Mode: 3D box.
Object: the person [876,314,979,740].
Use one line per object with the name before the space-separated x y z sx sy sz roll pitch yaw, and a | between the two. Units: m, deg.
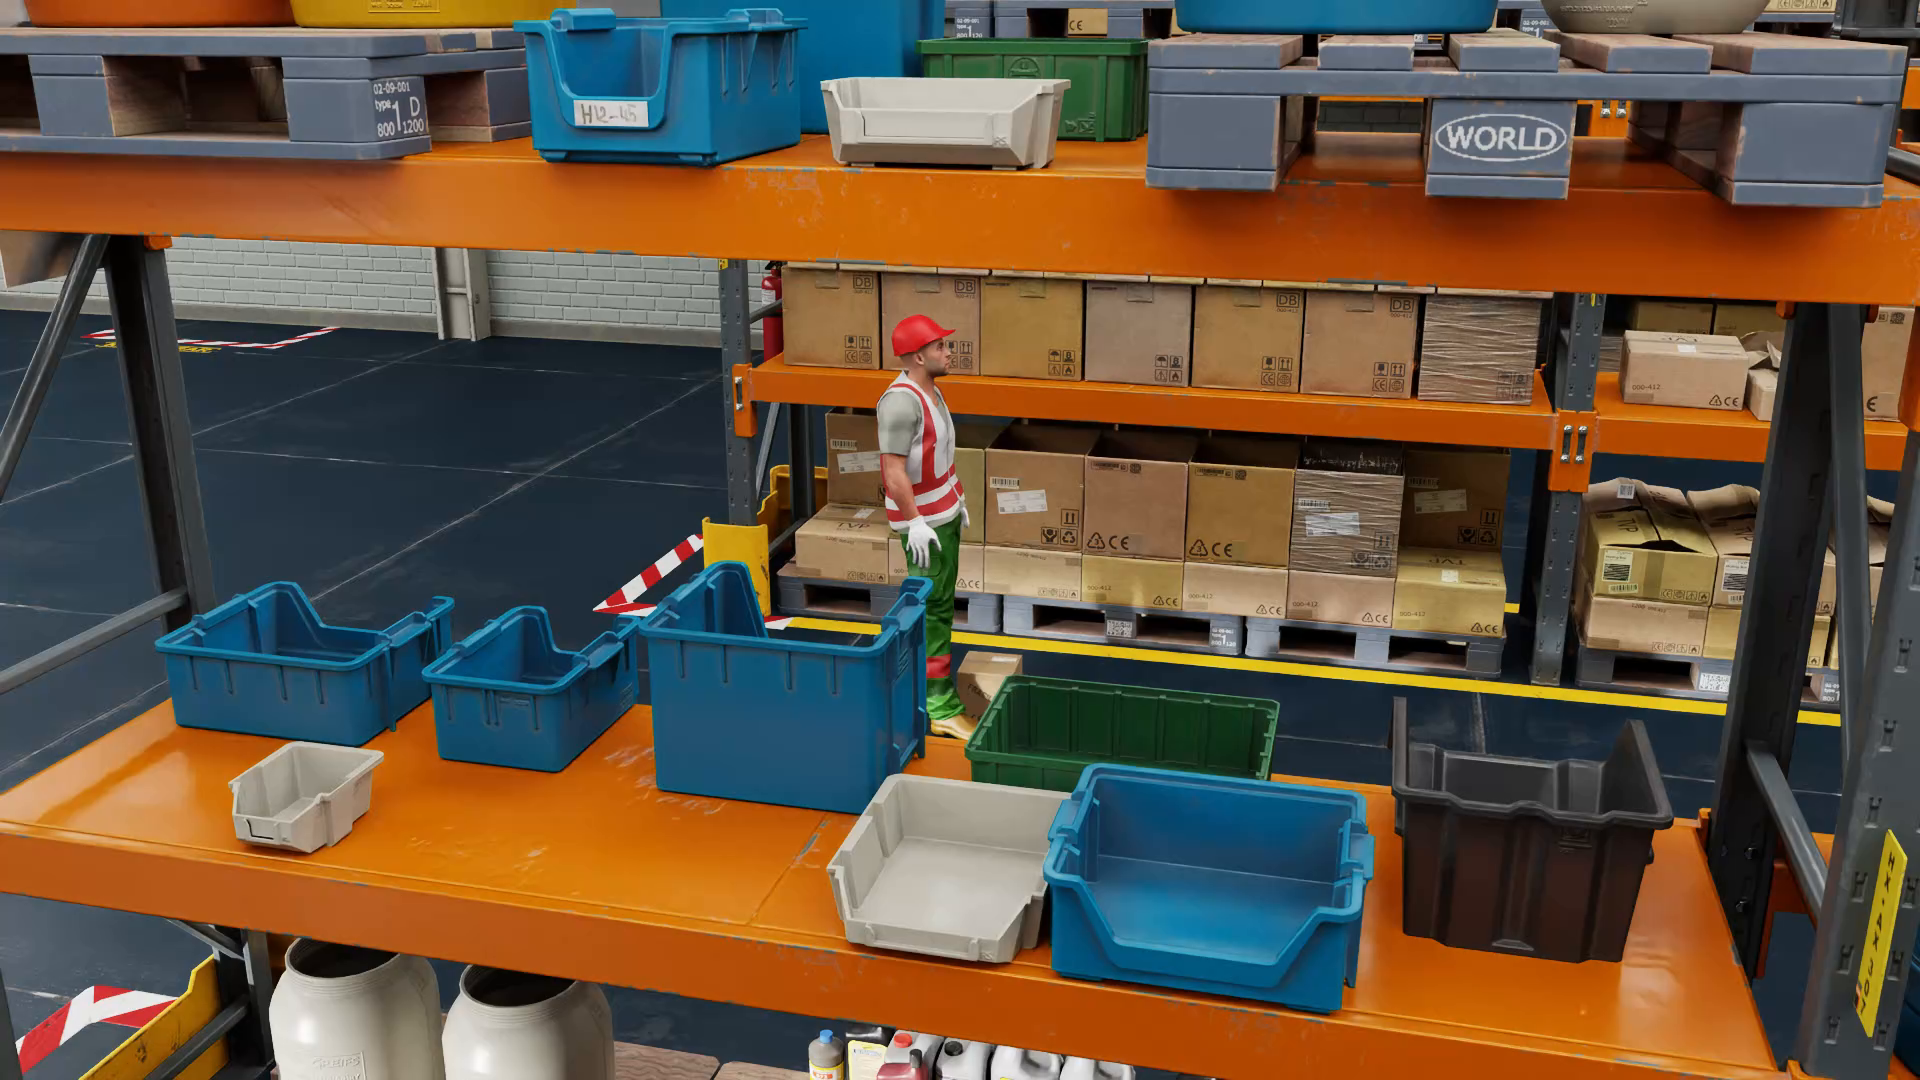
person | -0.061 -0.076 7.219 0.563 1.789 0.638 4 19 13
